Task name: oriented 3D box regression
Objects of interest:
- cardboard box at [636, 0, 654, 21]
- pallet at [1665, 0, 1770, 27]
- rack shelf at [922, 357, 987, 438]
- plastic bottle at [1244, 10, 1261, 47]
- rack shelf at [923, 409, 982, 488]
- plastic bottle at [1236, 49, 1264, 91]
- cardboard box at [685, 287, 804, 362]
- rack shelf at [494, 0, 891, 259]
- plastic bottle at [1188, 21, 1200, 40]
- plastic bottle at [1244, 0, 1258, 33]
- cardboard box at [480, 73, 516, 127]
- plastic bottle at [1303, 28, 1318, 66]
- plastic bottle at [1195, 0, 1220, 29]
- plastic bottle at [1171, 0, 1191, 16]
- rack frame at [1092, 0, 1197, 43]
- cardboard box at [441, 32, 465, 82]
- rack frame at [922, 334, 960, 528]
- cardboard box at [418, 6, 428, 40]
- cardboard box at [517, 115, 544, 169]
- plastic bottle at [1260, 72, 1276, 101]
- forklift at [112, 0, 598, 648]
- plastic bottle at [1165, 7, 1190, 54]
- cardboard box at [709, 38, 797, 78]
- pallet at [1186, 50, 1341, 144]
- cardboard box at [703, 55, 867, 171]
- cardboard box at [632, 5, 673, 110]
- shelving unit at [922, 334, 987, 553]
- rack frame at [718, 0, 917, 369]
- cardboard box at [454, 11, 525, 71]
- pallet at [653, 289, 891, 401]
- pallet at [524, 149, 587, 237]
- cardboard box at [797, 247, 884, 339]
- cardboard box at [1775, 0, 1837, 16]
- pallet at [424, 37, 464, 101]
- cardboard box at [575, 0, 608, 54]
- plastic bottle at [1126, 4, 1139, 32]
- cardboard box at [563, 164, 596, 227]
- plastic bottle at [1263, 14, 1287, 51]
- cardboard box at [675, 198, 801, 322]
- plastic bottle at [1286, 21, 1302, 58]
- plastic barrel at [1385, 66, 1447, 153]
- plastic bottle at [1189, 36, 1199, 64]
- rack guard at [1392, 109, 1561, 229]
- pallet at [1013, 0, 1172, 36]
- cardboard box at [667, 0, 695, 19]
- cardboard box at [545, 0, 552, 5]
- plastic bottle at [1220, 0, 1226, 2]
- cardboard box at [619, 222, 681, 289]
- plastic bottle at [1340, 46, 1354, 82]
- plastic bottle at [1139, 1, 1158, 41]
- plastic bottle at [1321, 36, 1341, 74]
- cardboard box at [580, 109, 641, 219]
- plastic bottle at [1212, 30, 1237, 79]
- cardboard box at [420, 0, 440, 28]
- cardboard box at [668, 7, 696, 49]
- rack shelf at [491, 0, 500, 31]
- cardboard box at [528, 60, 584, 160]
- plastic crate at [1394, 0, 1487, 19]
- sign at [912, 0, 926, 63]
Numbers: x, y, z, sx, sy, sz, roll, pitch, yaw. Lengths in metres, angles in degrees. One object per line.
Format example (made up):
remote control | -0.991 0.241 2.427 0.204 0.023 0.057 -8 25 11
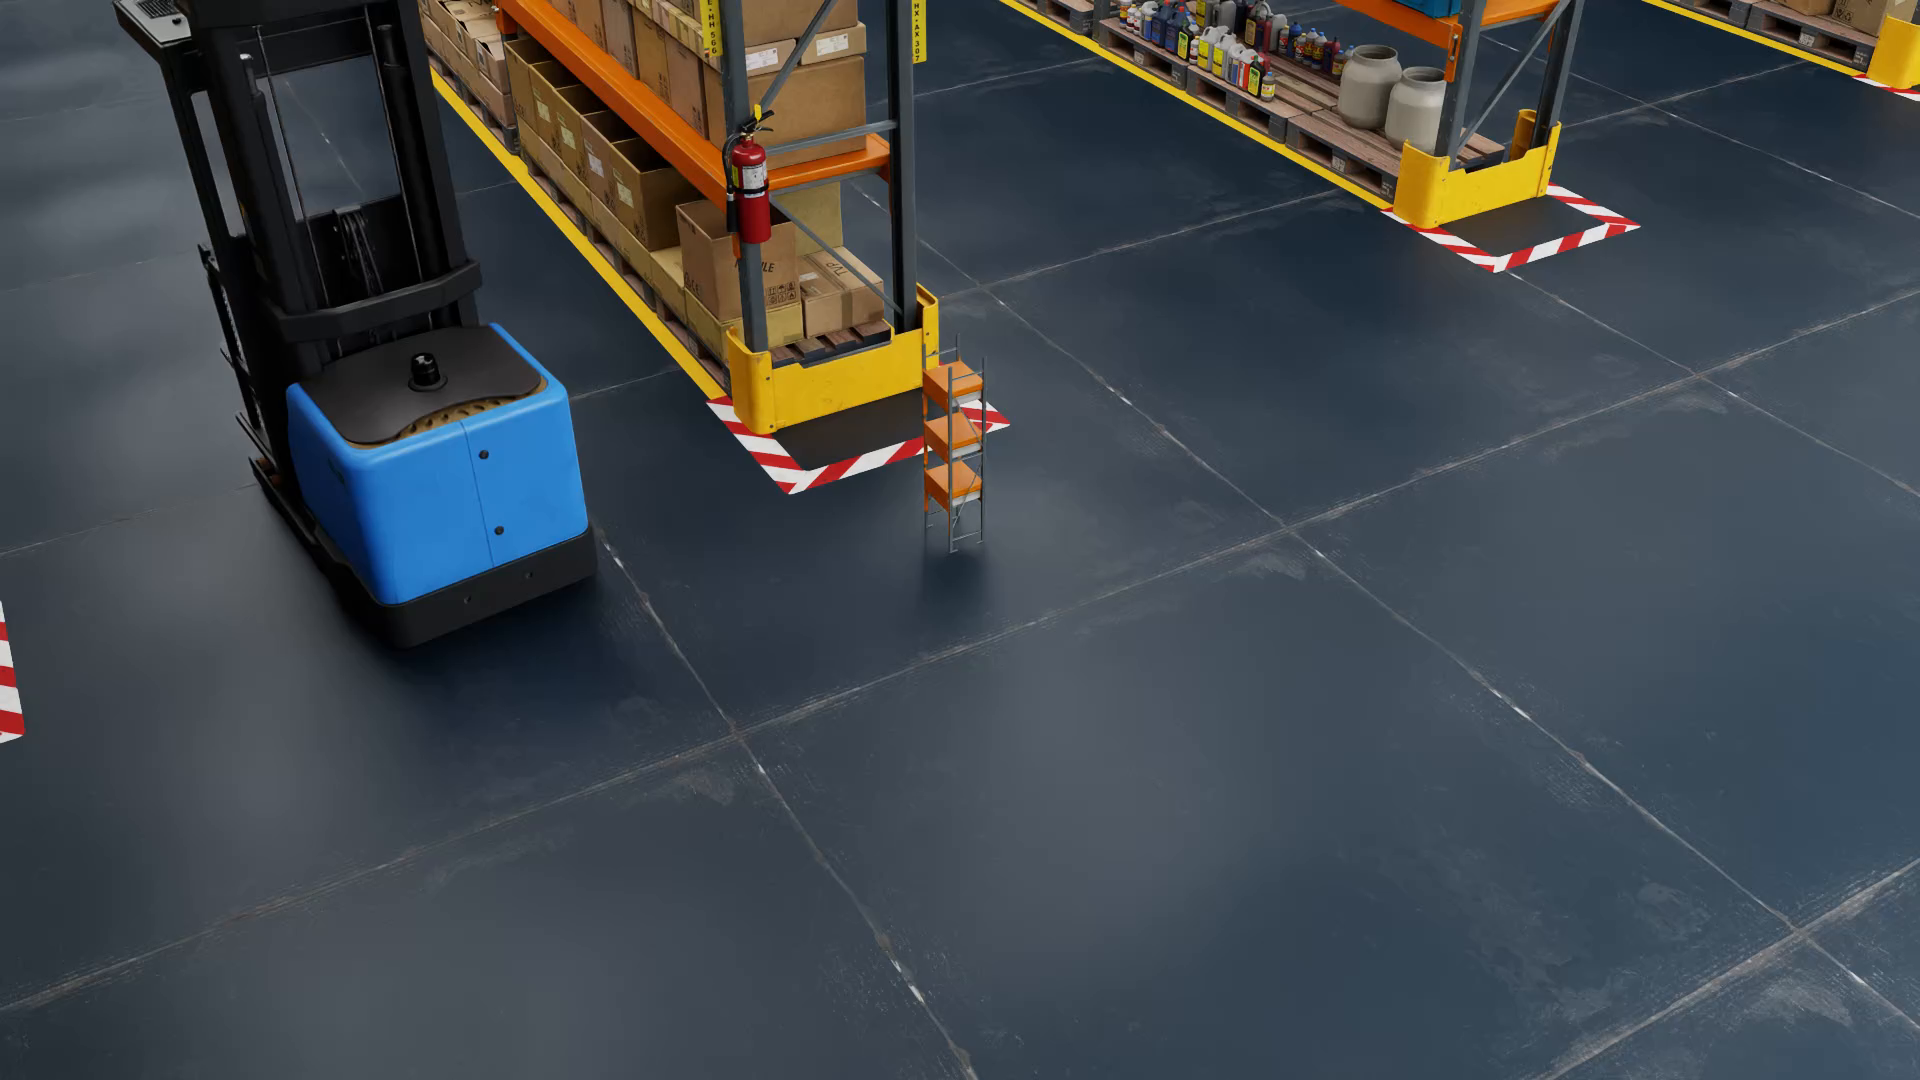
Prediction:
cardboard box | -1.575 -3.008 9.191 0.380 0.149 0.250 -18 40 -23
pallet | 6.842 -4.934 14.826 1.003 0.211 1.213 -19 40 -24
rack shelf | -0.027 -0.672 7.817 0.215 0.259 0.240 -19 40 -24
plastic bottle | 2.330 -4.079 13.221 0.061 0.283 0.133 -19 40 -24
rack shelf | -0.027 -0.443 7.984 0.215 0.259 0.240 -19 40 -24
plastic bottle | 2.180 -3.528 12.474 0.152 0.276 0.135 -19 40 -24
cardboard box | -1.225 -1.286 9.443 0.500 0.250 0.500 -19 40 -24
rack shelf | -1.705 -2.771 10.110 1.077 0.370 4.000 -19 40 -24
plastic bottle | 1.822 -3.928 13.025 0.097 0.271 0.097 0 36 0
plastic bottle | 2.362 -4.216 13.409 0.061 0.283 0.133 -16 39 -21
cardboard box | -3.169 -3.266 12.154 0.500 0.250 0.500 -19 40 -24
plastic bottle | 2.720 -3.826 12.885 0.097 0.271 0.097 0 36 0
plastic bottle | 2.023 -4.369 13.562 0.144 0.351 0.185 -19 40 -24
plastic bottle | 1.746 -4.163 13.280 0.144 0.351 0.185 -19 40 -24
rack frame | 1.575 -5.547 13.302 1.000 3.000 0.127 -19 40 -24
cardboard box | -3.679 -3.785 12.865 0.500 0.250 0.500 -18 40 -23
rack frame | -0.088 -0.513 8.063 0.200 1.050 0.008 -19 40 -24
cardboard box | -4.191 -4.307 13.579 0.500 0.250 0.500 -20 41 -25
cardboard box | -2.739 -2.814 11.535 0.500 0.250 0.500 -19 40 -24
plastic bottle | 2.283 -3.361 12.309 0.097 0.201 0.097 0 36 0
forklift | -3.011 -1.516 7.840 1.130 2.935 3.031 -24 42 -29
plastic bottle | 1.716 -4.024 13.089 0.144 0.351 0.185 -21 41 -26
cardboard box | -1.057 -2.482 8.470 0.380 0.149 0.250 -20 40 -25
pallet | 2.493 -3.443 12.785 1.003 0.211 1.213 -19 40 -24
cardboard box | -0.924 -2.323 8.803 0.700 0.500 0.500 -19 40 -24
cardboard box | -1.436 -2.845 9.517 0.700 0.500 0.500 -19 40 -24
shelving unit | -0.027 -0.451 7.978 0.215 1.050 0.252 -19 40 -24
rack frame | -0.700 -2.041 8.502 1.000 3.000 0.127 -19 40 -24
cardboard box | -3.428 -3.752 12.343 0.500 0.311 0.500 -18 40 -23
pallet | -1.121 -1.293 9.841 1.003 0.211 1.213 -19 40 -24
pallet | -2.347 -2.537 11.545 1.003 0.211 1.213 -19 40 -24
cardboard box | -0.778 -1.440 9.653 0.500 0.250 0.500 -19 40 -24
cardboard box | 7.238 -4.753 13.978 0.500 0.500 0.500 -9 37 -12
pallet | -3.731 -3.942 13.468 1.003 0.211 1.213 -19 40 -24
cardboard box | -1.962 -3.373 10.240 0.700 0.500 0.500 -18 40 -23
plastic bottle | 1.407 -4.250 13.526 0.097 0.201 0.097 0 36 0
cardboard box | -2.246 -2.301 10.832 0.500 0.250 0.500 -19 40 -24
plastic bottle | 2.484 -4.035 13.168 0.152 0.276 0.135 -18 40 -23
cardboard box | -1.227 -1.589 9.221 0.500 0.500 0.500 -19 40 -24
plastic bottle | 2.619 -3.929 13.027 0.097 0.271 0.097 0 36 0
plastic barrel | 3.188 -2.985 11.547 0.421 0.512 0.421 0 36 0
plastic bottle | 1.838 -3.812 12.926 0.097 0.201 0.097 0 36 0
rack guard | 3.505 -2.522 11.280 1.175 0.500 0.348 -19 40 -24
pallet | 1.147 -4.810 14.657 1.003 0.211 1.213 -19 40 -24
cardboard box | -1.219 -3.141 8.823 0.700 0.500 0.500 -20 41 -25
cardboard box | -2.482 -3.897 10.958 0.700 0.500 0.500 -20 41 -25
plastic bottle | 2.147 -4.412 13.620 0.144 0.351 0.185 -20 41 -25
cardboard box | -1.740 -1.792 10.136 0.500 0.250 0.500 -19 40 -24
plastic bottle | 2.943 -3.600 12.576 0.097 0.271 0.097 0 36 0
plastic bottle | 1.542 -4.176 13.360 0.152 0.276 0.135 -17 40 -22
plastic bottle | 2.845 -3.726 12.738 0.061 0.283 0.133 -18 40 -23
cardboard box | -1.992 -2.350 10.263 0.500 0.500 0.500 -19 40 -24
plastic bottle | 2.023 -3.712 12.663 0.144 0.351 0.185 -17 40 -22
cardboard box | -3.926 -4.264 13.045 0.500 0.311 0.500 -19 40 -24
cardboard box | -1.318 -2.745 8.831 0.380 0.149 0.250 -20 40 -25
rack shelf | -3.715 -4.811 12.903 1.077 0.370 4.000 -19 40 -24
cardboard box | -2.490 -2.861 10.964 0.500 0.500 0.500 -19 40 -24
plastic crate | 3.074 -3.614 10.781 0.499 0.251 0.616 -19 40 -24
sign | -0.218 -2.584 8.444 0.100 0.325 0.005 -19 40 -24
